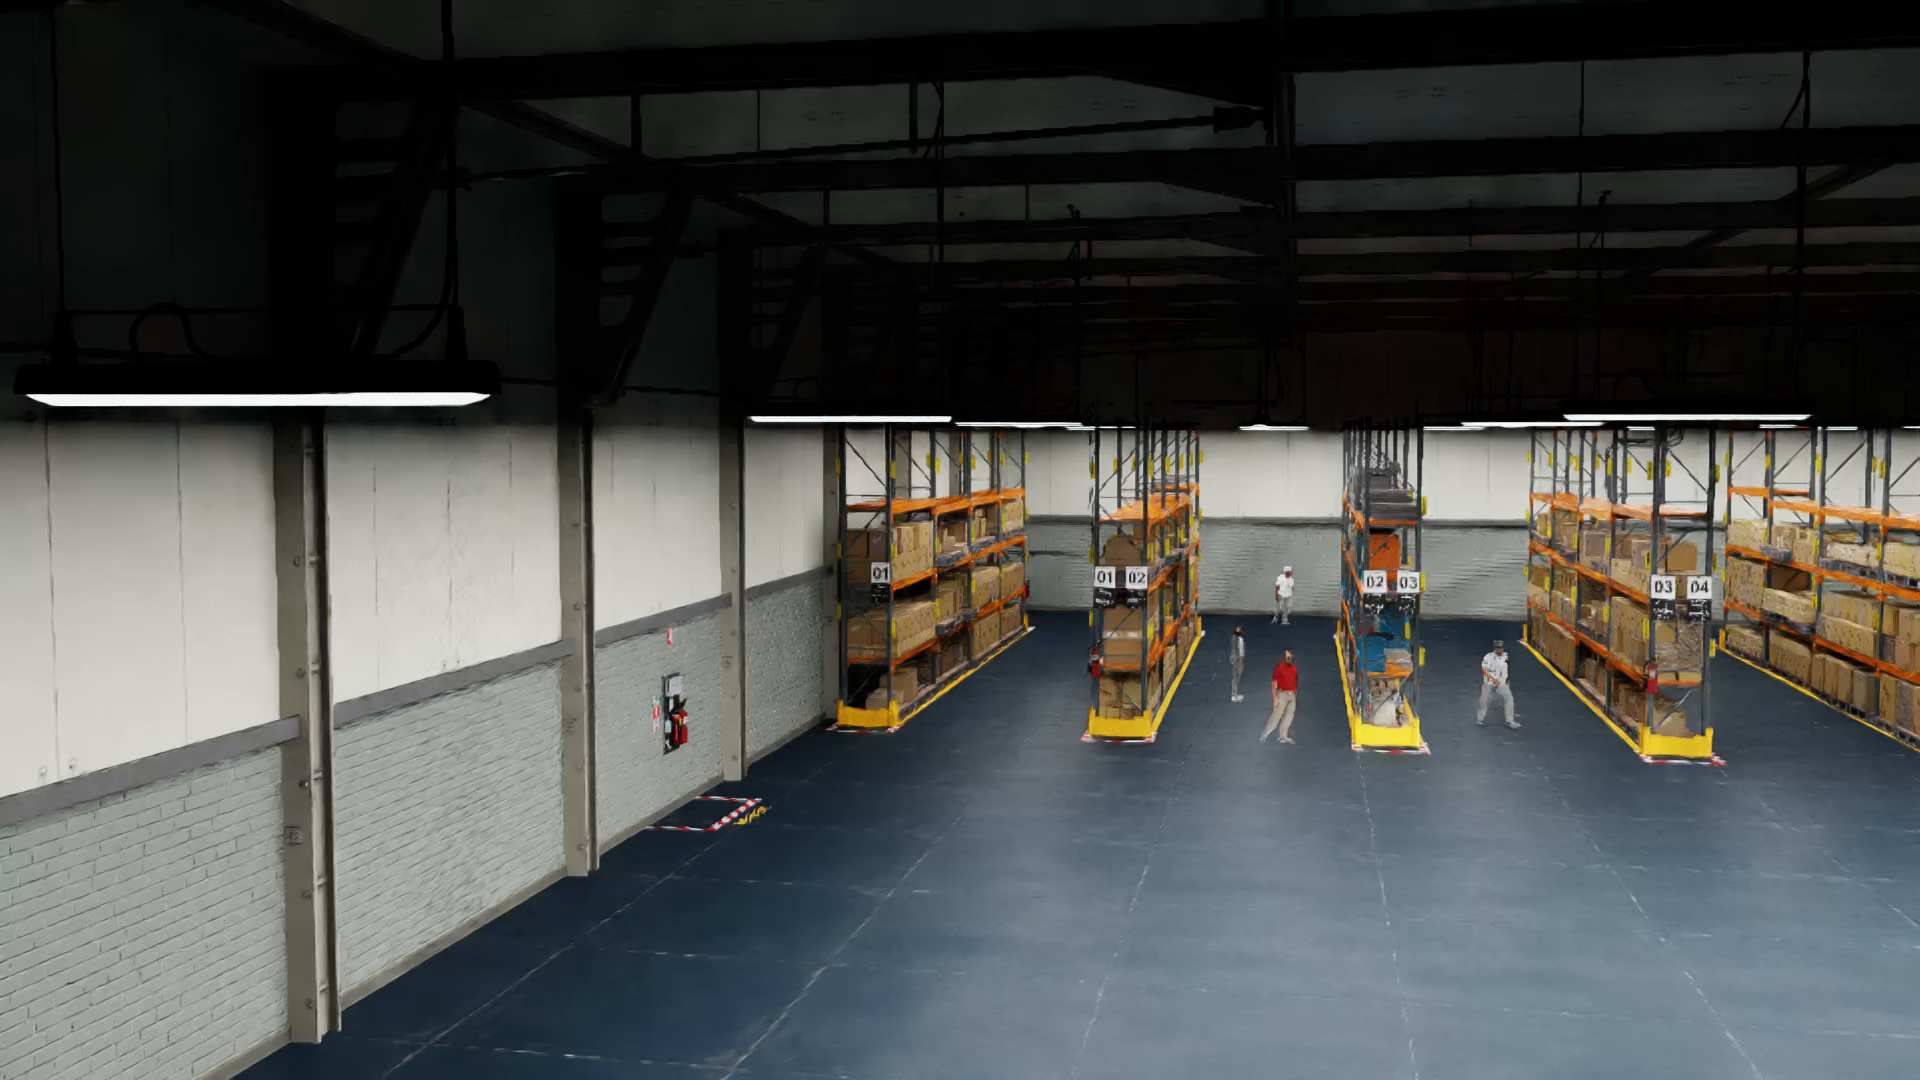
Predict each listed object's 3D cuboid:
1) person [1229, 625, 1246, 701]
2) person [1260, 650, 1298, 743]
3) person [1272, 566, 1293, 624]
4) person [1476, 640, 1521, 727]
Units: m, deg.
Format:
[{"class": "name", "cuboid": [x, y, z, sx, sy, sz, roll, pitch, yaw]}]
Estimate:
[{"class": "person", "cuboid": [5.939, 2.611, 35.421, 0.419, 1.603, 0.504, -1, 4, -16]}, {"class": "person", "cuboid": [5.879, 2.878, 30.554, 0.709, 1.717, 0.539, -2, 4, -29]}, {"class": "person", "cuboid": [9.649, 1.634, 49.609, 0.611, 1.754, 0.579, -2, 4, -24]}, {"class": "person", "cuboid": [10.443, 2.767, 32.367, 0.697, 1.691, 0.825, 0, 4, -8]}]
